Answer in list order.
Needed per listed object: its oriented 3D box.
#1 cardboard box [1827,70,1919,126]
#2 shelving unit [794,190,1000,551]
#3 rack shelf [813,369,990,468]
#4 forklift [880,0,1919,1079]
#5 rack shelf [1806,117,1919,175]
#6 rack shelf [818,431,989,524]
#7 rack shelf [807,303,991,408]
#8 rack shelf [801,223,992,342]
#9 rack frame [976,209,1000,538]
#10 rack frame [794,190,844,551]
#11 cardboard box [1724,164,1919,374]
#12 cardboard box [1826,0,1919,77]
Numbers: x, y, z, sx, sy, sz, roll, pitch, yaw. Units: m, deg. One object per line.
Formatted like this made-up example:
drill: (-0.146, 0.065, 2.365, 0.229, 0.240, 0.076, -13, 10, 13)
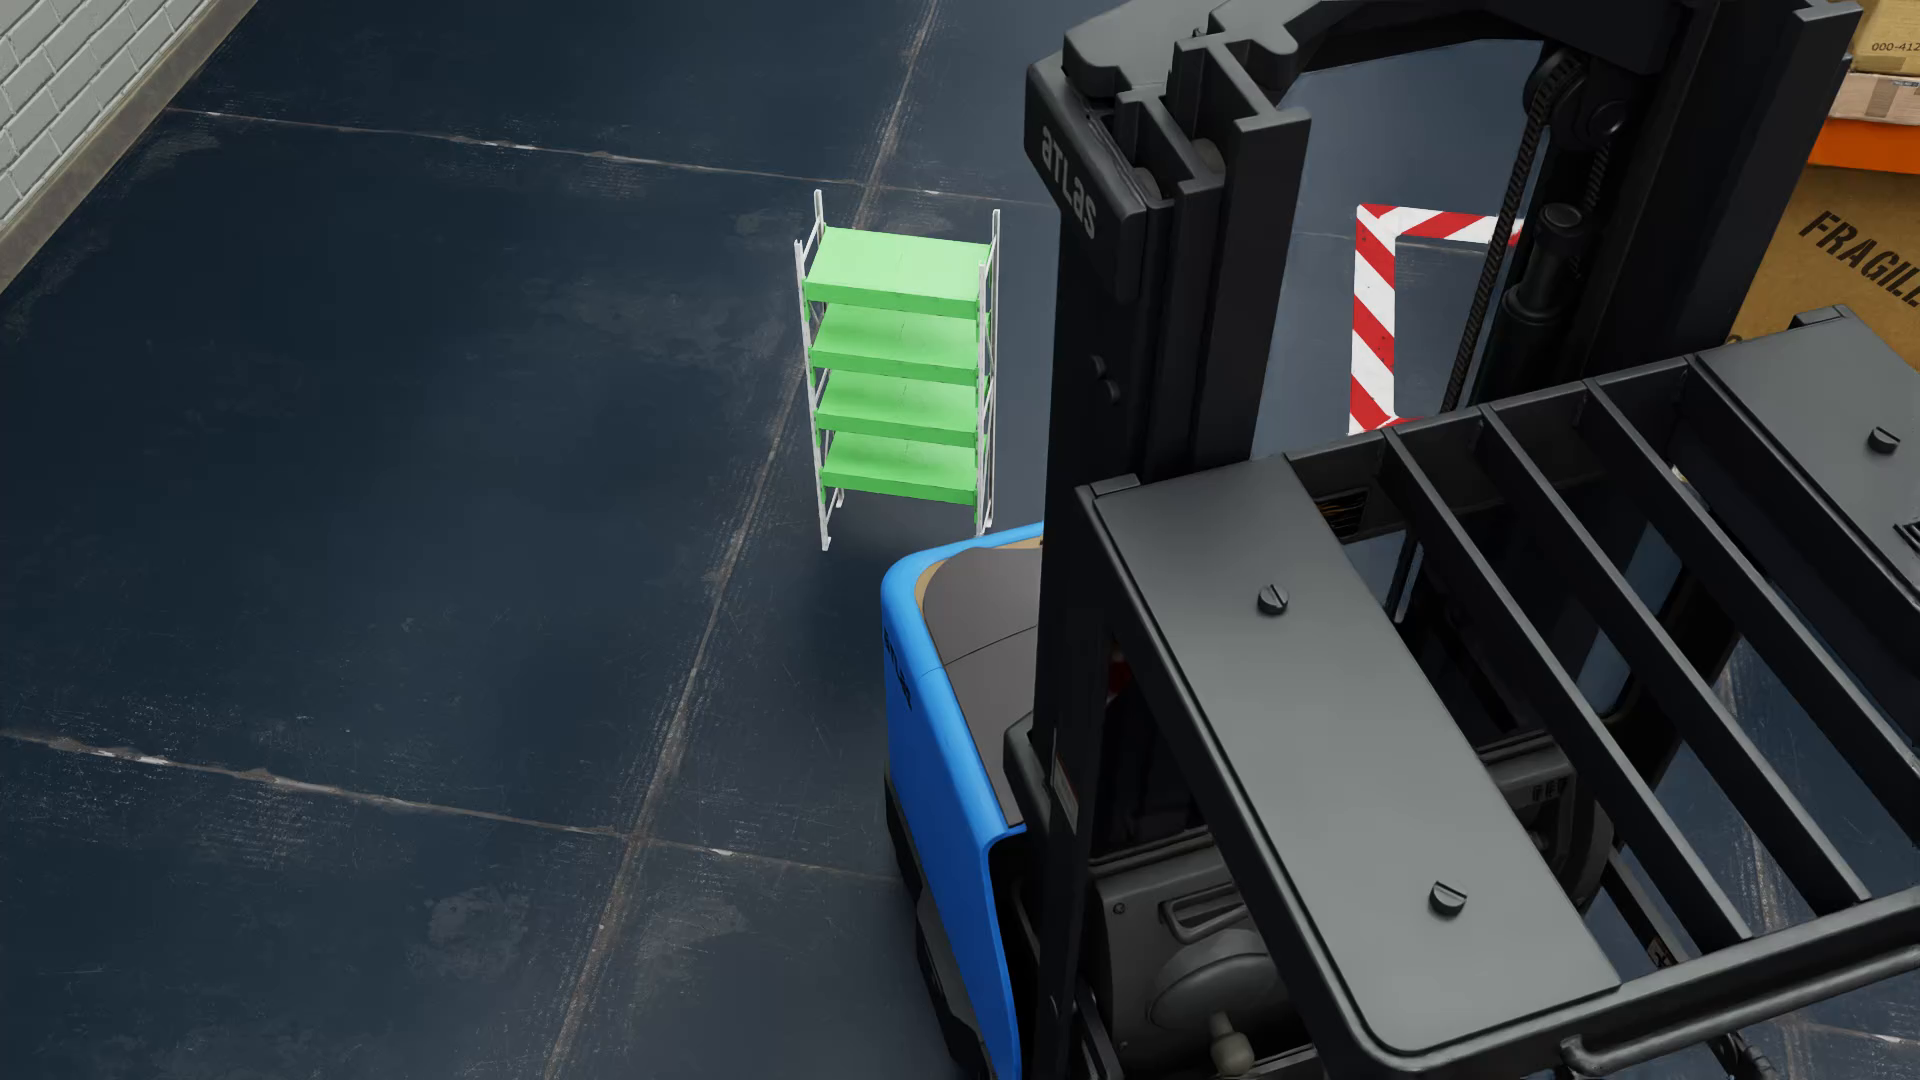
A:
cardboard box: (2.511, -1.322, 4.590, 0.250, 0.149, 0.380, 8, 49, 7)
shelving unit: (-0.163, -0.423, 4.823, 0.503, 1.200, 0.258, 8, 49, 7)
rack shelf: (-0.163, -0.380, 4.871, 0.480, 0.148, 0.258, 8, 49, 7)
forklift: (0.744, 0.715, 2.637, 1.130, 2.935, 3.031, -14, 49, -12)
rack shelf: (4.189, -1.189, 4.786, 4.000, 0.370, 1.077, 8, 49, 7)
rack shelf: (-0.163, -0.220, 5.049, 0.480, 0.148, 0.258, 8, 49, 7)
rack shelf: (-0.163, -0.541, 4.692, 0.480, 0.148, 0.258, 8, 49, 7)
rack shelf: (-0.163, -0.701, 4.514, 0.480, 0.148, 0.258, 8, 49, 7)
rack frame: (0.077, -0.391, 4.794, 0.015, 1.200, 0.240, 8, 49, 7)
rack frame: (-0.403, -0.455, 4.852, 0.015, 1.200, 0.240, 8, 49, 7)
cardboard box: (2.865, -1.098, 5.366, 0.875, 0.875, 0.875, 8, 49, 7)
cardboard box: (2.645, -1.482, 4.466, 0.500, 0.250, 0.500, 7, 48, 6)
